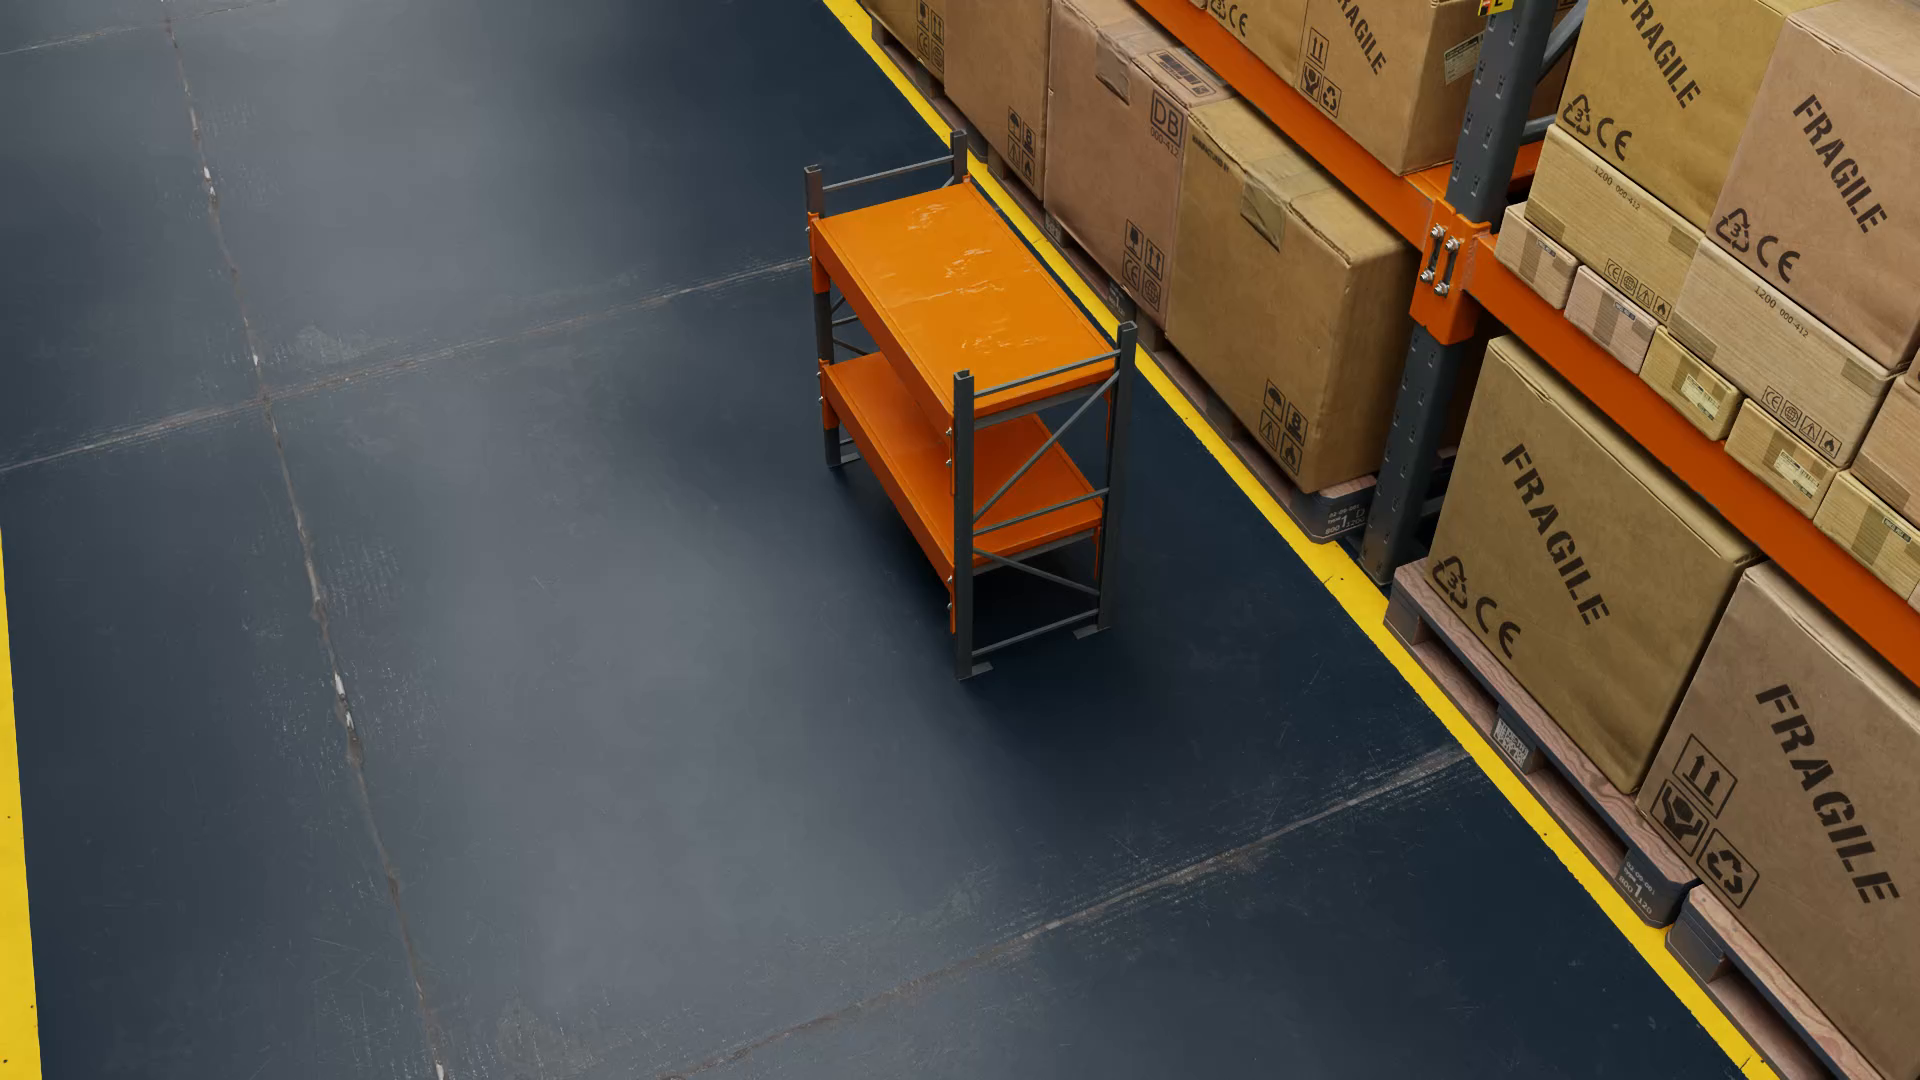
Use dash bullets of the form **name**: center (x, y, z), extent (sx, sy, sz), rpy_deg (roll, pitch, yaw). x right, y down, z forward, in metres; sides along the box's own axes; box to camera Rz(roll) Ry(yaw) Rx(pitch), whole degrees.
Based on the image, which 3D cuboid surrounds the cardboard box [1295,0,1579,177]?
- **cardboard box**: center (1.269, -1.358, 4.419), extent (0.500, 0.500, 0.500), rpy_deg (-18, 47, -17)

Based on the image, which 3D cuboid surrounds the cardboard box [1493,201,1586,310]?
- **cardboard box**: center (1.536, -0.729, 4.032), extent (0.380, 0.149, 0.250), rpy_deg (-18, 47, -17)

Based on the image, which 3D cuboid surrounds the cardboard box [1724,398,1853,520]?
- **cardboard box**: center (1.870, -0.226, 3.523), extent (0.380, 0.149, 0.250), rpy_deg (-19, 48, -18)

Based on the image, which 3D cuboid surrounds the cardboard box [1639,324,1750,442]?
- **cardboard box**: center (1.758, -0.393, 3.692), extent (0.380, 0.149, 0.250), rpy_deg (-17, 47, -16)

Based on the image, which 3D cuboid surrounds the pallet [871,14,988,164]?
- **pallet**: center (0.295, -2.136, 7.265), extent (1.003, 0.211, 1.213), rpy_deg (-18, 47, -17)

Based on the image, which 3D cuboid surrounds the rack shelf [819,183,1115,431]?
- **rack shelf**: center (0.003, -0.657, 4.593), extent (0.459, 0.093, 0.952), rpy_deg (-18, 47, -17)

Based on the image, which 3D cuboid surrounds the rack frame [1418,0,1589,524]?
- **rack frame**: center (1.711, -1.104, 4.233), extent (0.949, 2.616, 0.053), rpy_deg (-18, 47, -17)

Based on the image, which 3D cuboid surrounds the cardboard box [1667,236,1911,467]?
- **cardboard box**: center (1.878, -0.462, 3.478), extent (0.500, 0.250, 0.500), rpy_deg (-18, 47, -18)

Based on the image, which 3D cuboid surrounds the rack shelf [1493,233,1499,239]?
- **rack shelf**: center (2.554, 0.356, 3.126), extent (0.919, 0.124, 3.809), rpy_deg (-18, 47, -17)

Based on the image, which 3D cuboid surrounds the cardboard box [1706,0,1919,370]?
- **cardboard box**: center (1.883, -0.727, 3.213), extent (0.500, 0.500, 0.500), rpy_deg (-18, 47, -17)

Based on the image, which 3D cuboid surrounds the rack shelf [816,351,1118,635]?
- **rack shelf**: center (0.003, -0.222, 5.022), extent (0.538, 0.278, 1.000), rpy_deg (-18, 47, -17)

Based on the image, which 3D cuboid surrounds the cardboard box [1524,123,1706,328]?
- **cardboard box**: center (1.673, -0.780, 3.800), extent (0.500, 0.250, 0.500), rpy_deg (-19, 48, -18)

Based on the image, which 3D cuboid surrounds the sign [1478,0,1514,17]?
- **sign**: center (1.225, -1.322, 3.686), extent (0.100, 0.325, 0.005), rpy_deg (-18, 47, -17)

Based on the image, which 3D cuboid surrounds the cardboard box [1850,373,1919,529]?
- **cardboard box**: center (2.101, -0.134, 3.145), extent (0.500, 0.250, 0.500), rpy_deg (-17, 47, -16)

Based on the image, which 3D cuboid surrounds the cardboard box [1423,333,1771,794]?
- **cardboard box**: center (1.918, -0.054, 4.382), extent (0.875, 0.875, 0.875), rpy_deg (-18, 47, -17)

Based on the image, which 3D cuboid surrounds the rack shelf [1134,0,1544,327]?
- **rack shelf**: center (0.873, -2.123, 5.778), extent (1.077, 0.370, 4.000), rpy_deg (-18, 47, -17)

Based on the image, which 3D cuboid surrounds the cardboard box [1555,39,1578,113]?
- **cardboard box**: center (1.747, -1.507, 4.571), extent (0.500, 0.500, 0.500), rpy_deg (-18, 47, -17)

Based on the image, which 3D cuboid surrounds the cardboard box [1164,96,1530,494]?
- **cardboard box**: center (1.426, -0.900, 5.240), extent (1.225, 0.875, 0.875), rpy_deg (-18, 47, -17)

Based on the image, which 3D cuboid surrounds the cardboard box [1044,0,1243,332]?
- **cardboard box**: center (1.050, -1.469, 5.817), extent (1.225, 0.875, 0.875), rpy_deg (-20, 48, -19)

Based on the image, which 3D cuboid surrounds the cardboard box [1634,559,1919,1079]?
- **cardboard box**: center (2.297, 0.520, 3.801), extent (0.875, 0.875, 0.875), rpy_deg (-18, 47, -17)

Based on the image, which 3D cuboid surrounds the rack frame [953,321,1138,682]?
- **rack frame**: center (0.217, -0.072, 4.522), extent (0.500, 1.125, 0.032), rpy_deg (-18, 47, -17)

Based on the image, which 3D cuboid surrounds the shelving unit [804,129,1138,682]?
- **shelving unit**: center (0.003, -0.396, 4.851), extent (0.538, 1.125, 1.048), rpy_deg (-18, 47, -17)

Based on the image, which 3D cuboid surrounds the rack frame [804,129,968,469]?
- **rack frame**: center (-0.211, -0.720, 5.179), extent (0.500, 1.125, 0.032), rpy_deg (-18, 47, -17)

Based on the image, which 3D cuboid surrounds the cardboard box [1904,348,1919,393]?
- **cardboard box**: center (2.106, -0.397, 2.878), extent (0.500, 0.500, 0.500), rpy_deg (-19, 48, -19)

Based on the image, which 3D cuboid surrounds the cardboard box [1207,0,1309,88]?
- **cardboard box**: center (1.067, -1.675, 4.741), extent (0.500, 0.500, 0.500), rpy_deg (-17, 47, -16)

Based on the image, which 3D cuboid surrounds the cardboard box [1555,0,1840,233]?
- **cardboard box**: center (1.683, -1.043, 3.533), extent (0.500, 0.500, 0.500), rpy_deg (-18, 47, -17)

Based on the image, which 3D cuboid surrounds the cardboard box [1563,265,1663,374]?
- **cardboard box**: center (1.647, -0.561, 3.862), extent (0.380, 0.149, 0.250), rpy_deg (-20, 48, -19)

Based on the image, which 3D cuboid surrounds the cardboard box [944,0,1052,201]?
- **cardboard box**: center (0.671, -2.031, 6.386), extent (1.225, 0.875, 0.875), rpy_deg (-18, 47, -17)

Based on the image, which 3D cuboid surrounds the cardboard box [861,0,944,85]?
- **cardboard box**: center (0.303, -2.601, 6.964), extent (1.225, 0.875, 0.875), rpy_deg (-20, 48, -19)

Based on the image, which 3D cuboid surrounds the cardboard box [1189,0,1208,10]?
- **cardboard box**: center (0.841, -2.006, 5.076), extent (0.500, 0.500, 0.500), rpy_deg (-19, 48, -18)
